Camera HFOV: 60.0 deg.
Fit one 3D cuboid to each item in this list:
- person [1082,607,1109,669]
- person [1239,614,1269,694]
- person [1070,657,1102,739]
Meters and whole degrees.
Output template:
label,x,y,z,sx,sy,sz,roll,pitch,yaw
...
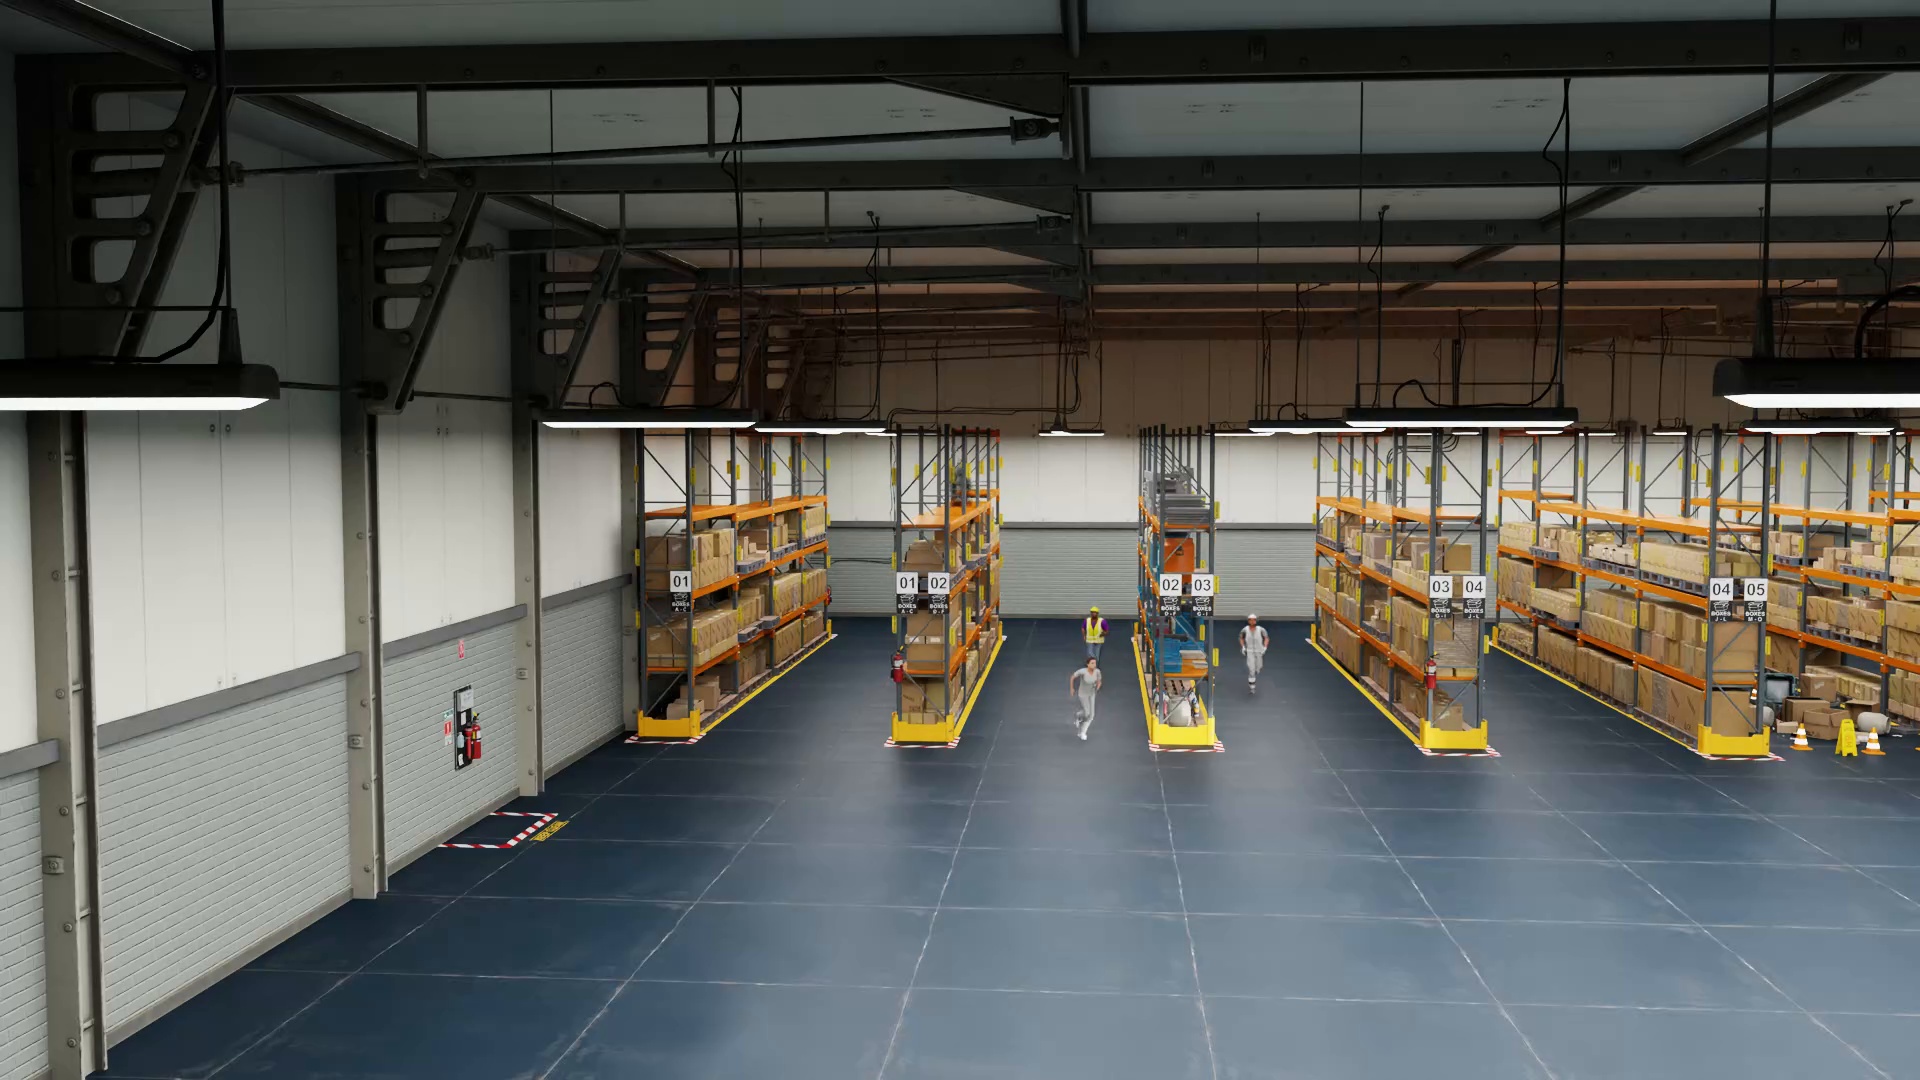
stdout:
label,x,y,z,sx,sy,sz,roll,pitch,yaw
person,3.196,2.455,39.372,0.670,1.753,0.664,0,4,8
person,6.652,2.560,37.683,0.664,1.779,0.694,0,4,7
person,2.425,3.007,31.722,0.553,1.597,0.686,-2,4,-26
